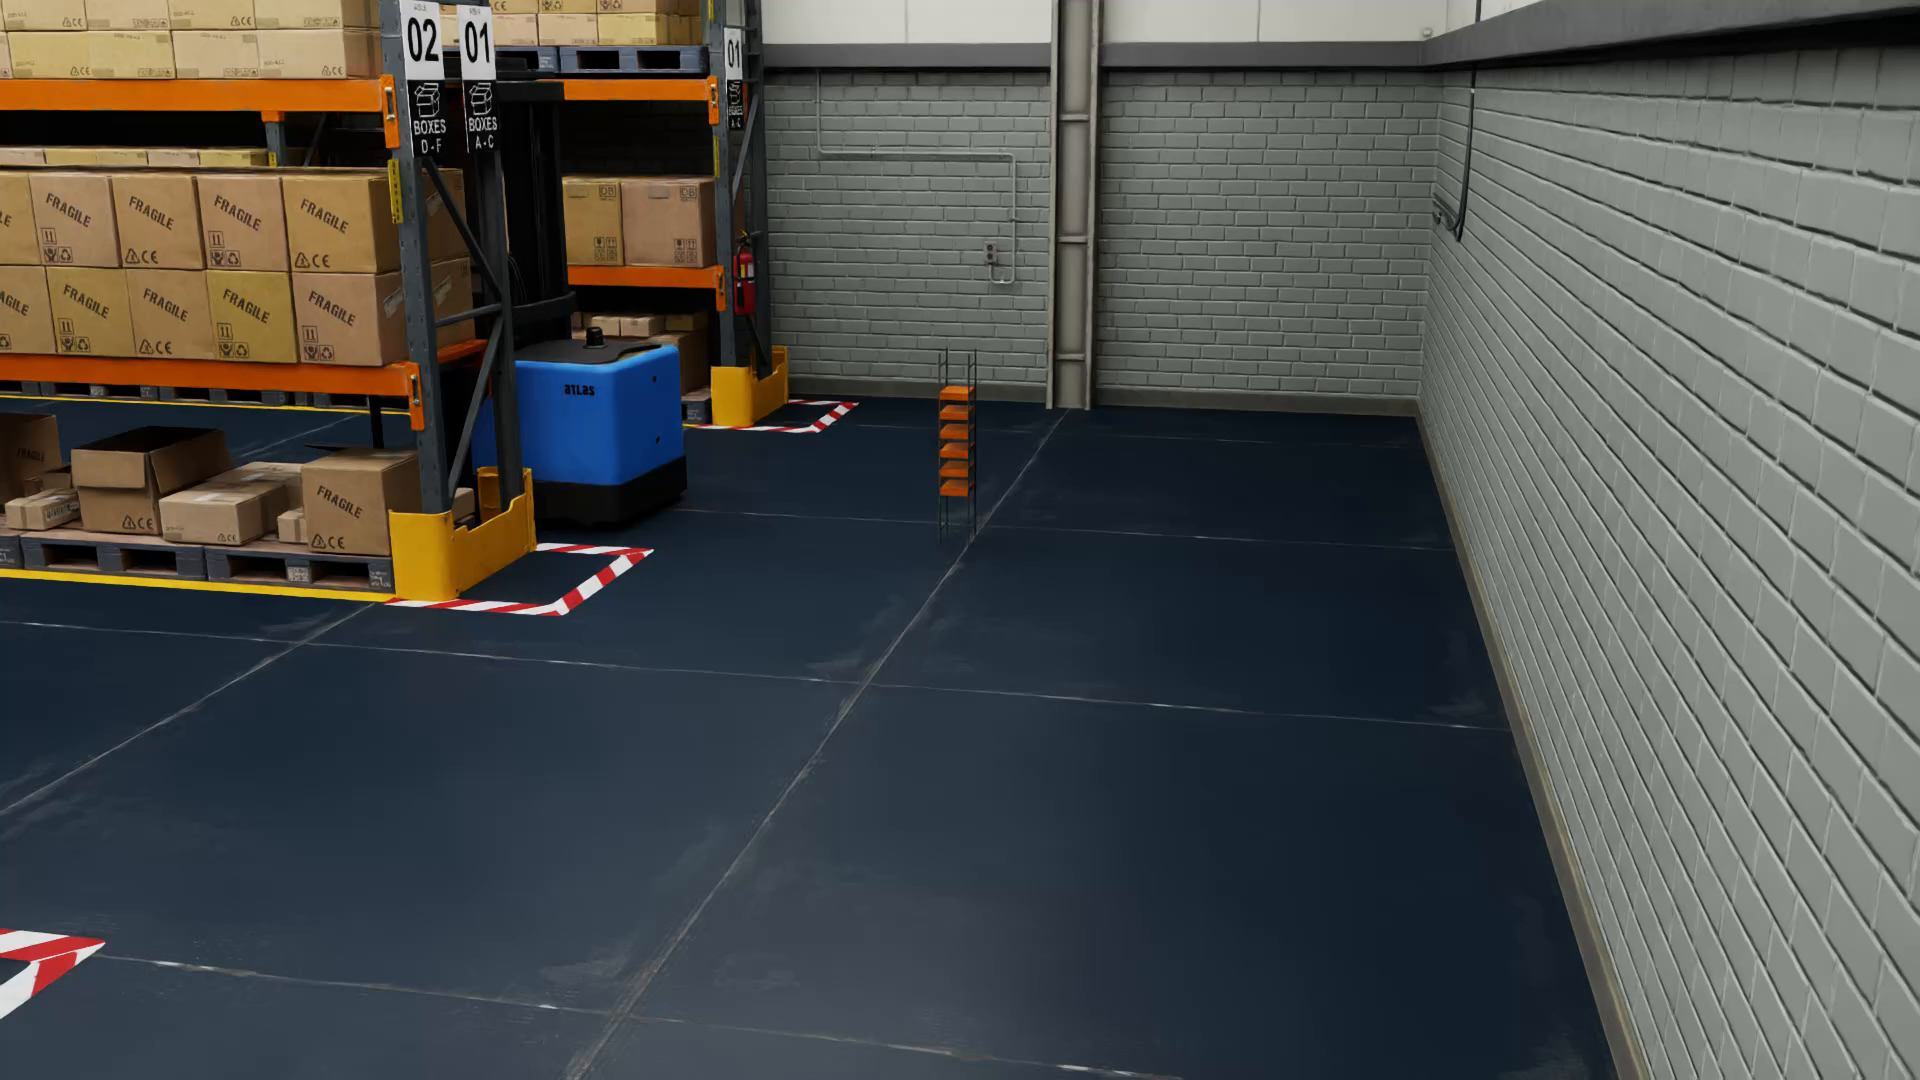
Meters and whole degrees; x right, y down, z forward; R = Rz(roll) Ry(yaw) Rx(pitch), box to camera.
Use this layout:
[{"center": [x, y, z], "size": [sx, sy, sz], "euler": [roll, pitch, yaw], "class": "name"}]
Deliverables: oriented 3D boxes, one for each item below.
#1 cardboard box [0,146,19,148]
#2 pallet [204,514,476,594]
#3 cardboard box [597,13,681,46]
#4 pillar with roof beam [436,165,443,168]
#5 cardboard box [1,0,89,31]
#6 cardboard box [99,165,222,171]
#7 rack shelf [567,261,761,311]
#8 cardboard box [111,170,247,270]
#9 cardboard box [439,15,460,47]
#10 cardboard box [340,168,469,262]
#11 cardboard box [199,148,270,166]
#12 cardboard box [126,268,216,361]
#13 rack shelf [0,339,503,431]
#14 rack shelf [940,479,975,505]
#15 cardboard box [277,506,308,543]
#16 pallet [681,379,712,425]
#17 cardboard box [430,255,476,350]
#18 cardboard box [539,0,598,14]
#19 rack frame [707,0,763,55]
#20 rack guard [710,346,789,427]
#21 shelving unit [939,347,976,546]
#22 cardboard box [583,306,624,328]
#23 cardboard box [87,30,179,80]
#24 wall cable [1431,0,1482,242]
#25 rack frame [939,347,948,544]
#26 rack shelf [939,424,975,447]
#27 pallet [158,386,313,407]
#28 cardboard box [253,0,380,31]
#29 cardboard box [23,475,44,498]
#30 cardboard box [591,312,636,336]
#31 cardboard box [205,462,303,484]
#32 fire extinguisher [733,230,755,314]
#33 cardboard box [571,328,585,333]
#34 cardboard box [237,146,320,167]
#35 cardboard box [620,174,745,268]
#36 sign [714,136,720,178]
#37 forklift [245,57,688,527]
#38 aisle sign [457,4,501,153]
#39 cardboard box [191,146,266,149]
[{"center": [-8.754, -3.419, 15.030], "size": [0.500, 0.250, 0.500], "euler": [3, 16, 10], "class": "cardboard box"}, {"center": [-3.674, 0.043, 9.943], "size": [1.213, 0.211, 1.003], "euler": [3, 16, 11], "class": "pallet"}, {"center": [-2.605, -4.145, 13.523], "size": [0.500, 0.250, 0.500], "euler": [4, 16, 13], "class": "cardboard box"}, {"center": [-5.754, -4.718, 10.667], "size": [0.400, 9.000, 9.100], "euler": [3, 16, 11], "class": "pillar with roof beam"}, {"center": [-4.843, -2.909, 9.100], "size": [0.500, 0.250, 0.500], "euler": [3, 16, 11], "class": "cardboard box"}, {"center": [-4.702, -1.958, 9.882], "size": [0.500, 0.500, 0.500], "euler": [3, 16, 11], "class": "cardboard box"}, {"center": [-3.795, -2.311, 14.563], "size": [4.000, 0.370, 1.077], "euler": [3, 16, 11], "class": "rack shelf"}, {"center": [-4.314, -1.790, 9.274], "size": [0.500, 0.500, 0.500], "euler": [4, 16, 13], "class": "cardboard box"}, {"center": [-4.129, -4.226, 13.817], "size": [0.500, 0.250, 0.500], "euler": [3, 16, 10], "class": "cardboard box"}, {"center": [-3.201, -1.878, 9.592], "size": [0.500, 0.500, 0.500], "euler": [4, 16, 13], "class": "cardboard box"}, {"center": [-6.263, -3.284, 14.543], "size": [0.500, 0.250, 0.500], "euler": [4, 16, 12], "class": "cardboard box"}, {"center": [-4.308, -1.311, 9.417], "size": [0.500, 0.500, 0.500], "euler": [3, 16, 12], "class": "cardboard box"}, {"center": [-4.778, -1.015, 9.884], "size": [4.000, 0.370, 1.077], "euler": [3, 16, 11], "class": "rack shelf"}, {"center": [-0.014, -0.305, 10.411], "size": [0.180, 0.103, 0.258], "euler": [3, 16, 11], "class": "rack shelf"}, {"center": [-3.779, -0.111, 9.758], "size": [0.250, 0.166, 0.380], "euler": [3, 16, 11], "class": "cardboard box"}, {"center": [-2.634, -1.229, 14.535], "size": [1.213, 0.211, 1.003], "euler": [3, 16, 11], "class": "pallet"}, {"center": [-3.201, -1.396, 9.725], "size": [0.500, 0.500, 0.500], "euler": [3, 16, 12], "class": "cardboard box"}, {"center": [-3.095, -4.533, 13.522], "size": [0.500, 0.500, 0.500], "euler": [4, 16, 13], "class": "cardboard box"}, {"center": [-1.835, -5.442, 13.282], "size": [0.127, 3.000, 1.000], "euler": [3, 16, 11], "class": "rack frame"}, {"center": [-1.811, -1.345, 14.412], "size": [0.348, 0.500, 1.175], "euler": [3, 16, 11], "class": "rack guard"}, {"center": [-0.014, -0.579, 10.335], "size": [0.189, 1.200, 0.258], "euler": [3, 16, 11], "class": "shelving unit"}, {"center": [-3.120, -1.958, 14.624], "size": [0.250, 0.149, 0.380], "euler": [3, 16, 12], "class": "cardboard box"}, {"center": [-4.355, -2.639, 9.063], "size": [0.500, 0.250, 0.500], "euler": [3, 16, 11], "class": "cardboard box"}, {"center": [3.636, -3.552, 12.273], "size": [0.112, 2.526, 3.097], "euler": [3, 16, 11], "class": "wall cable"}, {"center": [-0.104, -0.584, 10.352], "size": [0.006, 1.200, 0.240], "euler": [3, 16, 11], "class": "rack frame"}, {"center": [-0.014, -0.652, 10.314], "size": [0.180, 0.103, 0.258], "euler": [3, 16, 11], "class": "rack shelf"}, {"center": [-6.526, -1.441, 15.300], "size": [1.213, 0.211, 1.003], "euler": [3, 16, 11], "class": "pallet"}, {"center": [-3.373, -2.830, 8.815], "size": [0.500, 0.250, 0.500], "euler": [3, 16, 11], "class": "cardboard box"}, {"center": [-5.744, -0.346, 10.637], "size": [0.250, 0.149, 0.380], "euler": [3, 16, 11], "class": "cardboard box"}, {"center": [-2.954, -1.845, 14.215], "size": [0.250, 0.149, 0.380], "euler": [4, 16, 13], "class": "cardboard box"}, {"center": [-4.275, -0.298, 10.277], "size": [0.500, 0.250, 0.500], "euler": [3, 16, 11], "class": "cardboard box"}, {"center": [-1.779, -2.205, 13.678], "size": [0.183, 0.674, 0.296], "euler": [3, 16, 11], "class": "fire extinguisher"}, {"center": [-3.524, -1.613, 14.593], "size": [0.500, 0.500, 0.700], "euler": [3, 16, 9], "class": "cardboard box"}, {"center": [-6.154, -3.419, 15.030], "size": [0.500, 0.250, 0.500], "euler": [4, 16, 13], "class": "cardboard box"}, {"center": [-2.337, -2.720, 14.131], "size": [0.700, 0.700, 0.980], "euler": [4, 16, 14], "class": "cardboard box"}, {"center": [-1.957, -3.082, 13.387], "size": [0.005, 0.325, 0.100], "euler": [3, 16, 11], "class": "sign"}, {"center": [-3.461, -1.705, 11.157], "size": [3.031, 2.935, 1.130], "euler": [5, 16, 17], "class": "forklift"}, {"center": [-2.693, -2.581, 9.321], "size": [0.004, 0.787, 0.394], "euler": [3, 16, 11], "class": "aisle sign"}, {"center": [-6.667, -3.445, 15.124], "size": [0.500, 0.250, 0.500], "euler": [3, 16, 12], "class": "cardboard box"}]
